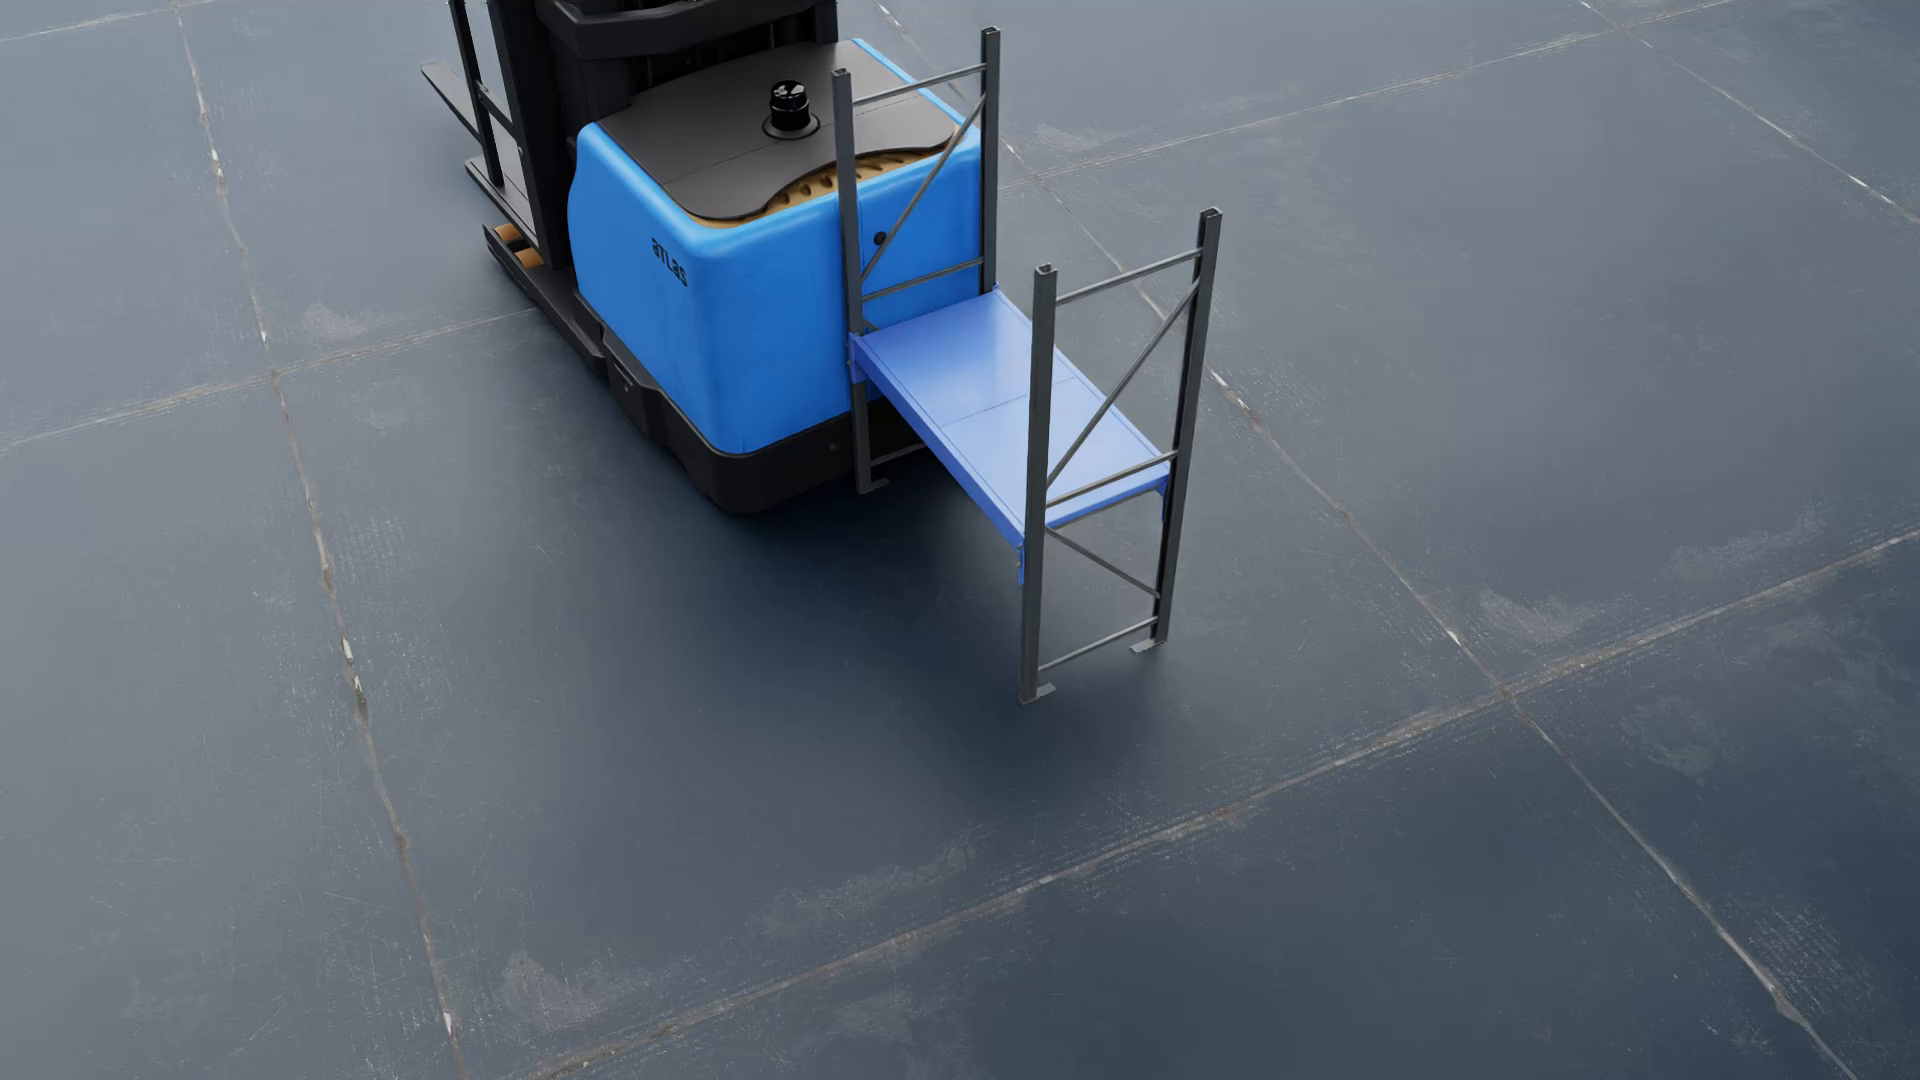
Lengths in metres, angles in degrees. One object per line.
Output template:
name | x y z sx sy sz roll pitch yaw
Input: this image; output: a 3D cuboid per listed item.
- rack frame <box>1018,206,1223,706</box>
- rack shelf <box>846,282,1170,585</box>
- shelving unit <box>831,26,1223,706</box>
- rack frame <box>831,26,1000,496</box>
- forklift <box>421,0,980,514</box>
rack frame | 0.391 -0.154 4.339 0.500 1.500 0.032 -22 49 -21
rack shelf | 0.138 -0.336 4.779 0.538 0.185 1.000 -22 49 -21
shelving unit | 0.138 -0.464 4.653 0.538 1.500 1.048 -22 49 -21
rack frame | -0.114 -0.774 4.967 0.500 1.500 0.032 -22 49 -21
forklift | -1.127 -2.130 5.322 1.130 2.935 3.031 -26 50 -24
